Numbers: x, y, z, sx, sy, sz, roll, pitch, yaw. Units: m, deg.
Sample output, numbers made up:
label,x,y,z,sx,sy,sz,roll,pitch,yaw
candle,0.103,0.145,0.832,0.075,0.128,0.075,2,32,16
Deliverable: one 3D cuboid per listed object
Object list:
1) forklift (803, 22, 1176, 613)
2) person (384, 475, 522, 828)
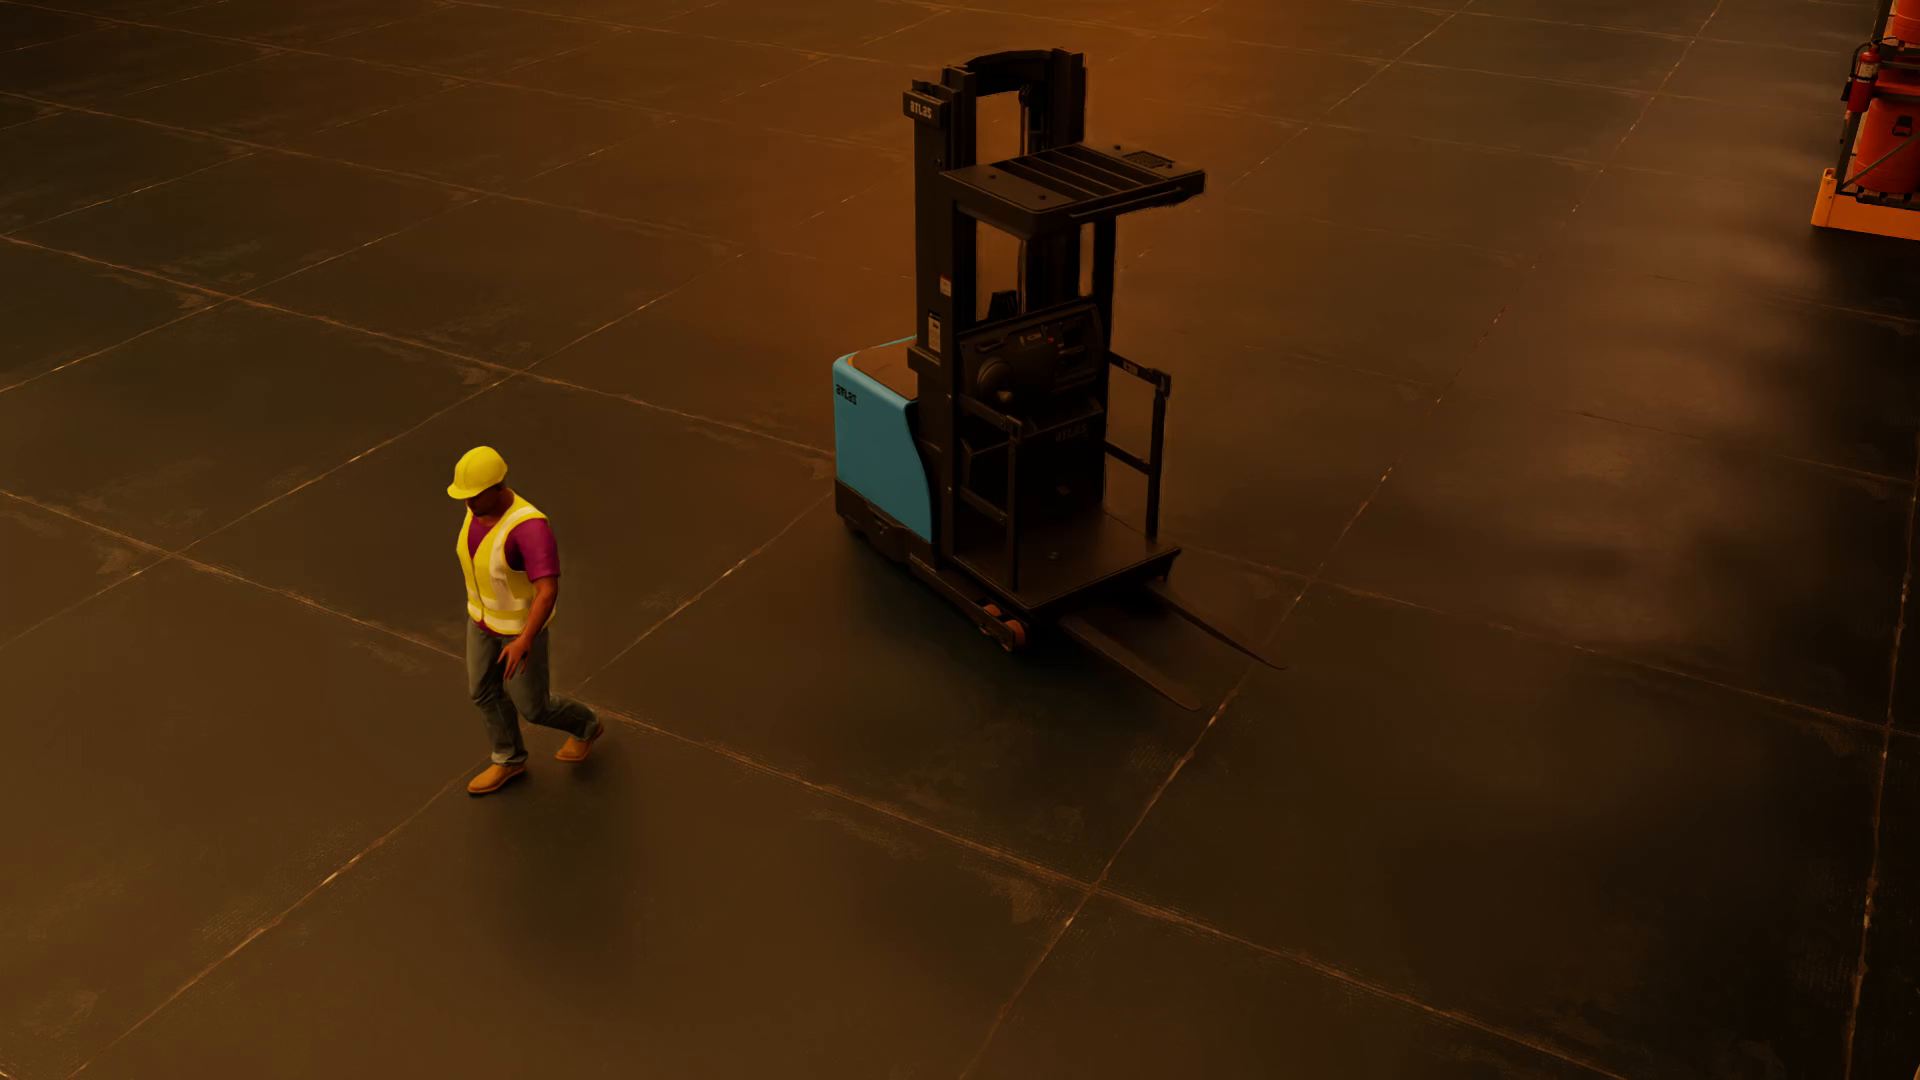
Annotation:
label,x,y,z,sx,sy,sz,roll,pitch,yaw
forklift,0.356,-1.558,9.770,1.130,2.935,3.031,18,35,29
person,-2.244,0.470,7.433,0.627,1.759,0.462,24,37,35
